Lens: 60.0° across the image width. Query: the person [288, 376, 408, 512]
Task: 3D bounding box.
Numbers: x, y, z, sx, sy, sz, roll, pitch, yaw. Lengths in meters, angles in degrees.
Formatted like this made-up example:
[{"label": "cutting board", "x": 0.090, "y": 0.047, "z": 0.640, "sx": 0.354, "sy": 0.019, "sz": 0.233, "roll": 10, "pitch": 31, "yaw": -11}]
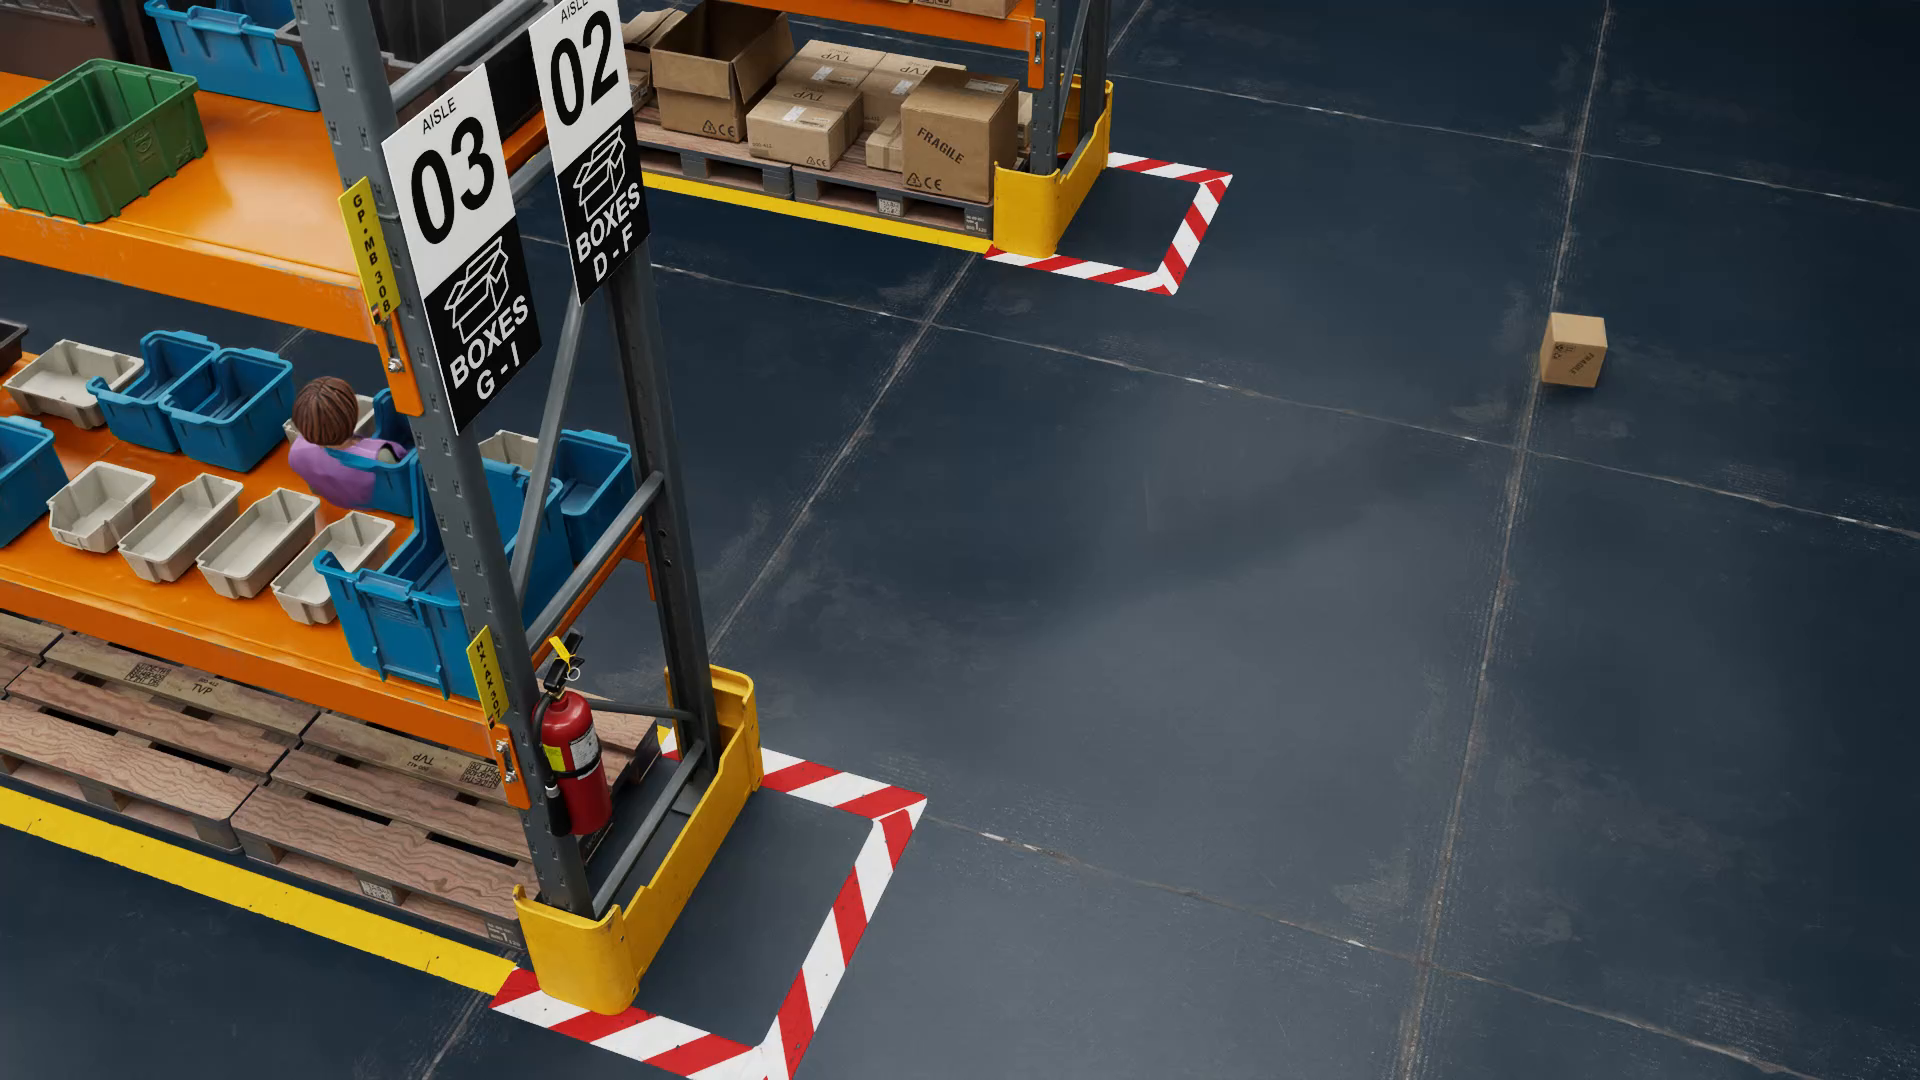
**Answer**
[{"label": "person", "x": -2.008, "y": 0.056, "z": 5.795, "sx": 0.407, "sy": 1.588, "sz": 0.346, "roll": 11, "pitch": 43, "yaw": 12}]
